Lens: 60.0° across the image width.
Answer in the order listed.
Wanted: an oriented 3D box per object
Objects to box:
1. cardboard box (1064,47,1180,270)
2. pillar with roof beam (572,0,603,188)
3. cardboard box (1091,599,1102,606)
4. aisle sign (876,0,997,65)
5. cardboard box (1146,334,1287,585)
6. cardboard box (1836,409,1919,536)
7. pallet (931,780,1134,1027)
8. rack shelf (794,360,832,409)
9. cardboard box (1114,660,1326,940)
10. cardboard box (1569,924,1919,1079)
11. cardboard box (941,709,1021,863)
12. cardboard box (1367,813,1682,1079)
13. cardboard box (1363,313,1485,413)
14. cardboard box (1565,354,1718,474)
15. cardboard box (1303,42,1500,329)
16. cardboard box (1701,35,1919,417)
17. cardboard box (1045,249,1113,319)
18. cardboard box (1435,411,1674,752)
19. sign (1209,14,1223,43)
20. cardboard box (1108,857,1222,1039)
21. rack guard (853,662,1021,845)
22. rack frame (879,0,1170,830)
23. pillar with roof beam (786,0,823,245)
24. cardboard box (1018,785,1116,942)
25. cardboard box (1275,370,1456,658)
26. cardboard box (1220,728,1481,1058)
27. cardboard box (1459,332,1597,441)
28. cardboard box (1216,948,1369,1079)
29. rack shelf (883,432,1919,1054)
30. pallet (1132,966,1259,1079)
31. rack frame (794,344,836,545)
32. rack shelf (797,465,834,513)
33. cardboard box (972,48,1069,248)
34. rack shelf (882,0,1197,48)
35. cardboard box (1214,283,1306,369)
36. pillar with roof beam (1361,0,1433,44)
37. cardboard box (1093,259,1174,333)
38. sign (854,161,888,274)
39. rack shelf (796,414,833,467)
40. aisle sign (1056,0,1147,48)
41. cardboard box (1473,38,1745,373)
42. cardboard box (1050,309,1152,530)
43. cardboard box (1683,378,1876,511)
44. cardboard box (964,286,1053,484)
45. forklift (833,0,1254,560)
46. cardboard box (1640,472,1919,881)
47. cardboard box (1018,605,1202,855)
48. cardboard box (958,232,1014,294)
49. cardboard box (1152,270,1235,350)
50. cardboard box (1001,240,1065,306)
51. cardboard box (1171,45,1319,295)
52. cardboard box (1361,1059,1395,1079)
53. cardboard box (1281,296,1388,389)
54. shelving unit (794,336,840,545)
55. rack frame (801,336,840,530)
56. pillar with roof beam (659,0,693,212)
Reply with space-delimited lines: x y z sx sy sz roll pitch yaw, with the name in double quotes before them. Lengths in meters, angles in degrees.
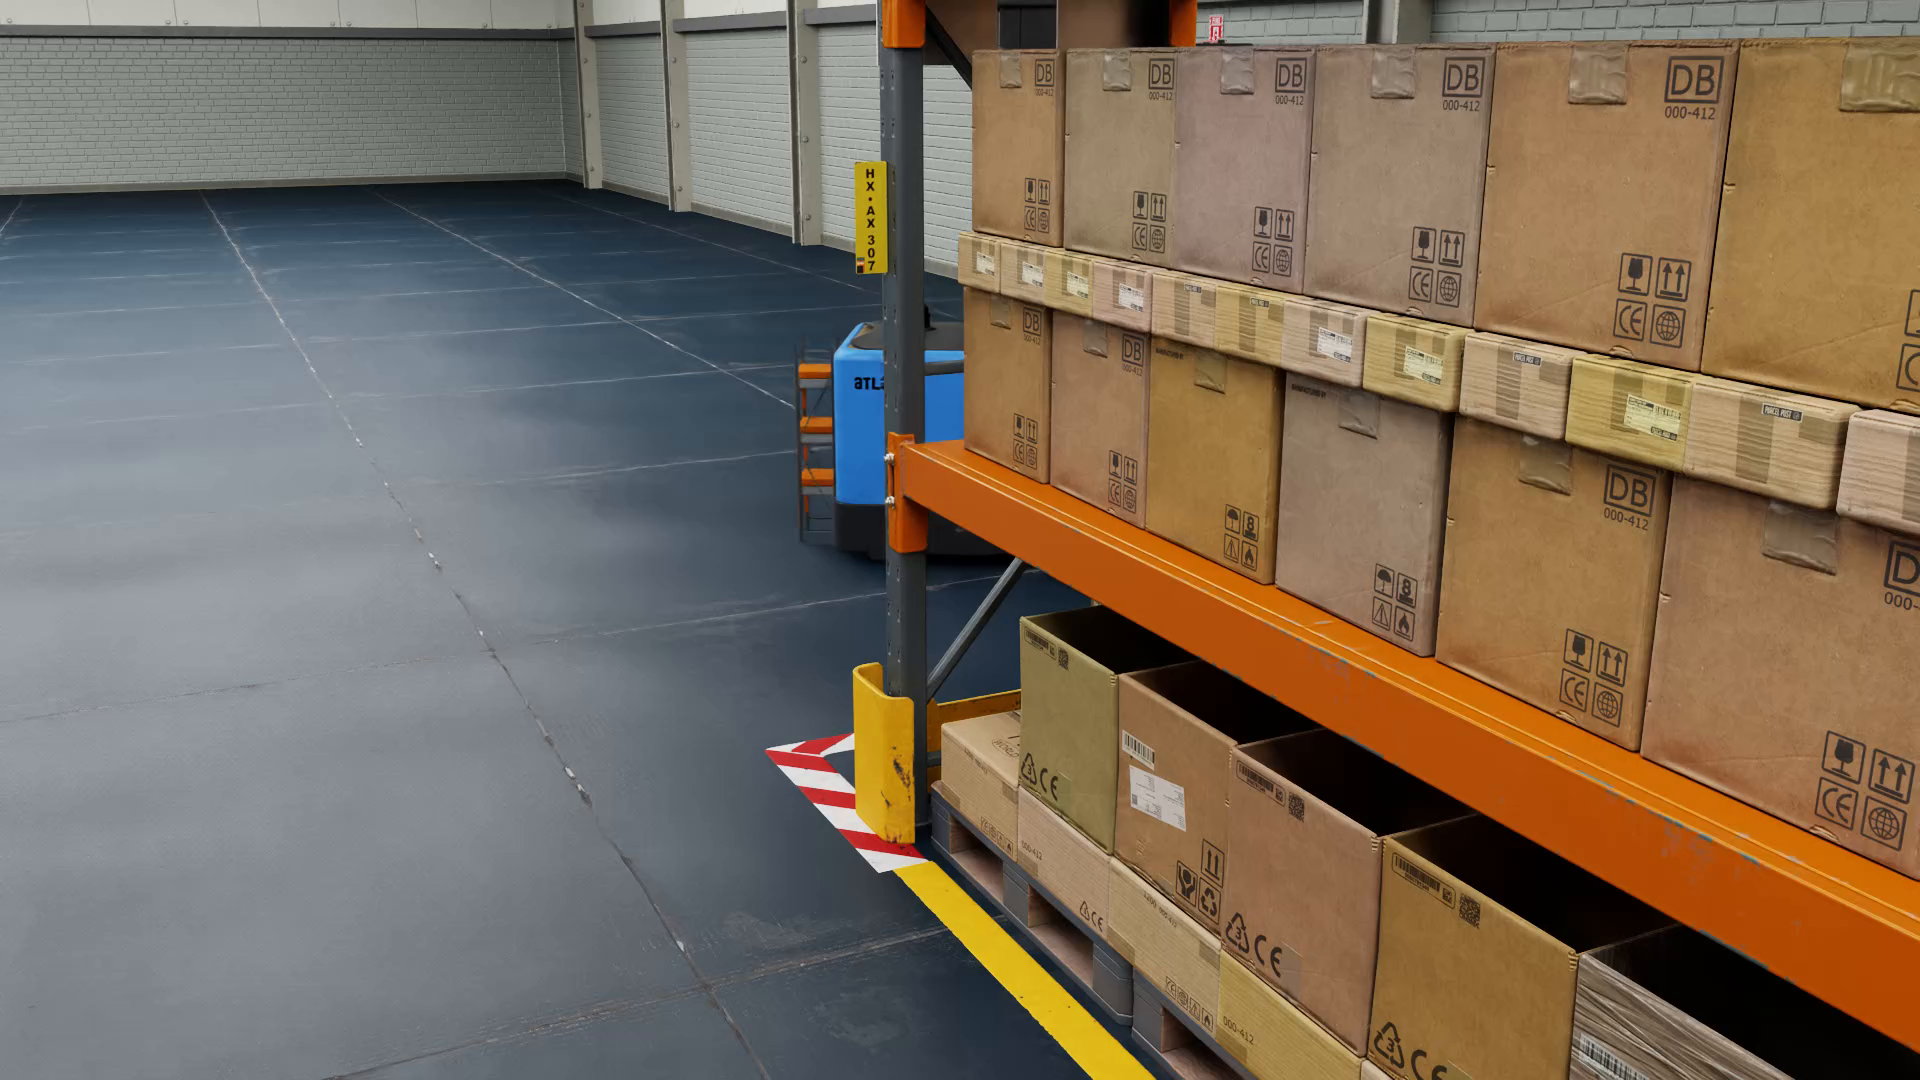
"cardboard box" 0.690 -0.975 4.178 0.700 0.500 0.500 -8 18 -26
"pillar with roof beam" -11.238 -10.897 30.408 9.100 9.000 0.400 -8 18 -25
"cardboard box" 0.741 0.292 5.158 0.500 0.500 0.500 -8 18 -25
"aisle sign" -0.065 -1.793 4.847 0.394 0.787 0.004 -8 18 -25
"cardboard box" 0.878 -0.241 3.972 0.700 0.500 0.500 -8 18 -25
"cardboard box" 1.456 -0.100 2.303 0.380 0.149 0.250 -8 18 -27
"pallet" 0.611 0.961 5.019 1.003 0.211 1.213 -8 18 -25
"rack shelf" -0.729 -0.778 8.567 0.215 0.259 0.240 1 16 2
"cardboard box" 0.725 0.601 4.081 0.500 0.500 0.500 -8 18 -25
"cardboard box" 1.383 0.973 2.785 0.500 0.500 0.500 -8 18 -25
"cardboard box" 0.274 0.716 5.042 0.500 0.250 0.500 -8 18 -25
"cardboard box" 1.160 0.850 3.216 0.500 0.500 0.500 -8 18 -25
"cardboard box" 1.005 -0.354 3.189 0.380 0.149 0.250 -7 17 -23
"cardboard box" 1.235 -0.226 2.743 0.380 0.149 0.250 -8 18 -25
"cardboard box" 1.131 -0.726 3.310 0.700 0.500 0.500 -8 18 -25
"cardboard box" 1.569 -0.478 2.446 0.700 0.500 0.500 -8 18 -25
"cardboard box" 0.443 -0.673 4.302 0.380 0.149 0.250 -8 18 -25
"cardboard box" 1.338 0.016 3.077 0.700 0.500 0.500 -7 18 -24
"sign" 2.184 -4.328 14.191 0.001 0.298 0.199 -8 18 -25
"cardboard box" 0.715 0.963 4.179 0.500 0.250 0.500 -8 18 -25
"rack guard" 0.228 0.632 5.643 1.175 0.500 0.348 -8 18 -25
"rack frame" 0.239 -0.564 5.278 1.000 3.000 0.127 -8 18 -25
"pillar with roof beam" -5.981 -7.921 20.039 9.100 9.000 0.400 -8 18 -25
"cardboard box" 0.496 0.839 4.612 0.500 0.250 0.500 -8 18 -25
"cardboard box" 1.112 -0.111 3.519 0.700 0.500 0.500 -7 17 -23
"cardboard box" 0.928 0.728 3.641 0.500 0.500 0.500 -8 18 -25
"cardboard box" 1.124 -0.289 2.961 0.380 0.149 0.250 -7 17 -23
"cardboard box" 0.929 1.088 3.745 0.500 0.250 0.500 -8 18 -25
"rack shelf" 1.115 0.278 3.649 1.077 0.370 4.000 -8 18 -25
"pallet" 1.142 1.263 3.967 1.003 0.211 1.213 -8 18 -25
"rack frame" -0.734 -0.481 8.525 0.200 1.050 0.008 1 16 2
"rack shelf" -0.729 -0.238 8.721 0.215 0.259 0.240 1 16 2
"cardboard box" 0.455 -1.105 4.631 0.700 0.500 0.500 -8 18 -25
"rack shelf" 1.115 -1.164 3.235 1.077 0.370 4.000 -8 18 -25
"cardboard box" 0.783 -0.481 3.633 0.380 0.149 0.250 -8 18 -26
"pillar with roof beam" -0.724 -4.946 9.670 9.100 9.000 0.400 -8 18 -25
"cardboard box" 0.552 -0.610 4.083 0.380 0.149 0.250 -8 18 -26
"sign" -0.263 -0.953 4.919 0.100 0.325 0.005 -8 18 -25
"rack shelf" -0.729 -0.505 8.645 0.215 0.259 0.240 1 16 2
"aisle sign" 0.474 -1.865 5.100 0.394 0.787 0.004 -8 18 -25
"cardboard box" 1.350 -0.602 2.879 0.700 0.500 0.500 -8 18 -25
"cardboard box" 0.666 -0.365 4.404 0.700 0.500 0.500 -7 17 -23
"cardboard box" 1.340 -0.165 2.529 0.380 0.149 0.250 -8 18 -25
"cardboard box" 0.432 -0.495 4.855 0.700 0.500 0.500 -8 18 -25
"forklift" 0.906 -1.404 8.330 3.031 2.935 1.130 1 16 3
"cardboard box" 1.554 0.141 2.642 0.700 0.500 0.500 -8 18 -25
"cardboard box" 0.494 0.479 4.507 0.500 0.500 0.500 -8 18 -25
"cardboard box" 0.217 -0.800 4.745 0.380 0.149 0.250 -8 18 -25
"cardboard box" 0.671 -0.545 3.853 0.380 0.149 0.250 -8 18 -27
"cardboard box" 0.335 -0.735 4.518 0.380 0.149 0.250 -8 18 -26
"cardboard box" 0.912 -0.851 3.743 0.700 0.500 0.500 -8 18 -25
"cardboard box" 1.149 1.212 3.314 0.500 0.250 0.500 -8 18 -25
"cardboard box" 0.890 -0.419 3.416 0.380 0.149 0.250 -7 18 -24
"shelving unit" -0.729 -0.515 8.642 0.215 1.050 0.252 1 16 2
"rack frame" -0.723 -0.549 8.759 0.200 1.050 0.008 1 16 2
"pillar with roof beam" -8.610 -9.409 25.223 9.100 9.000 0.400 -8 18 -25
